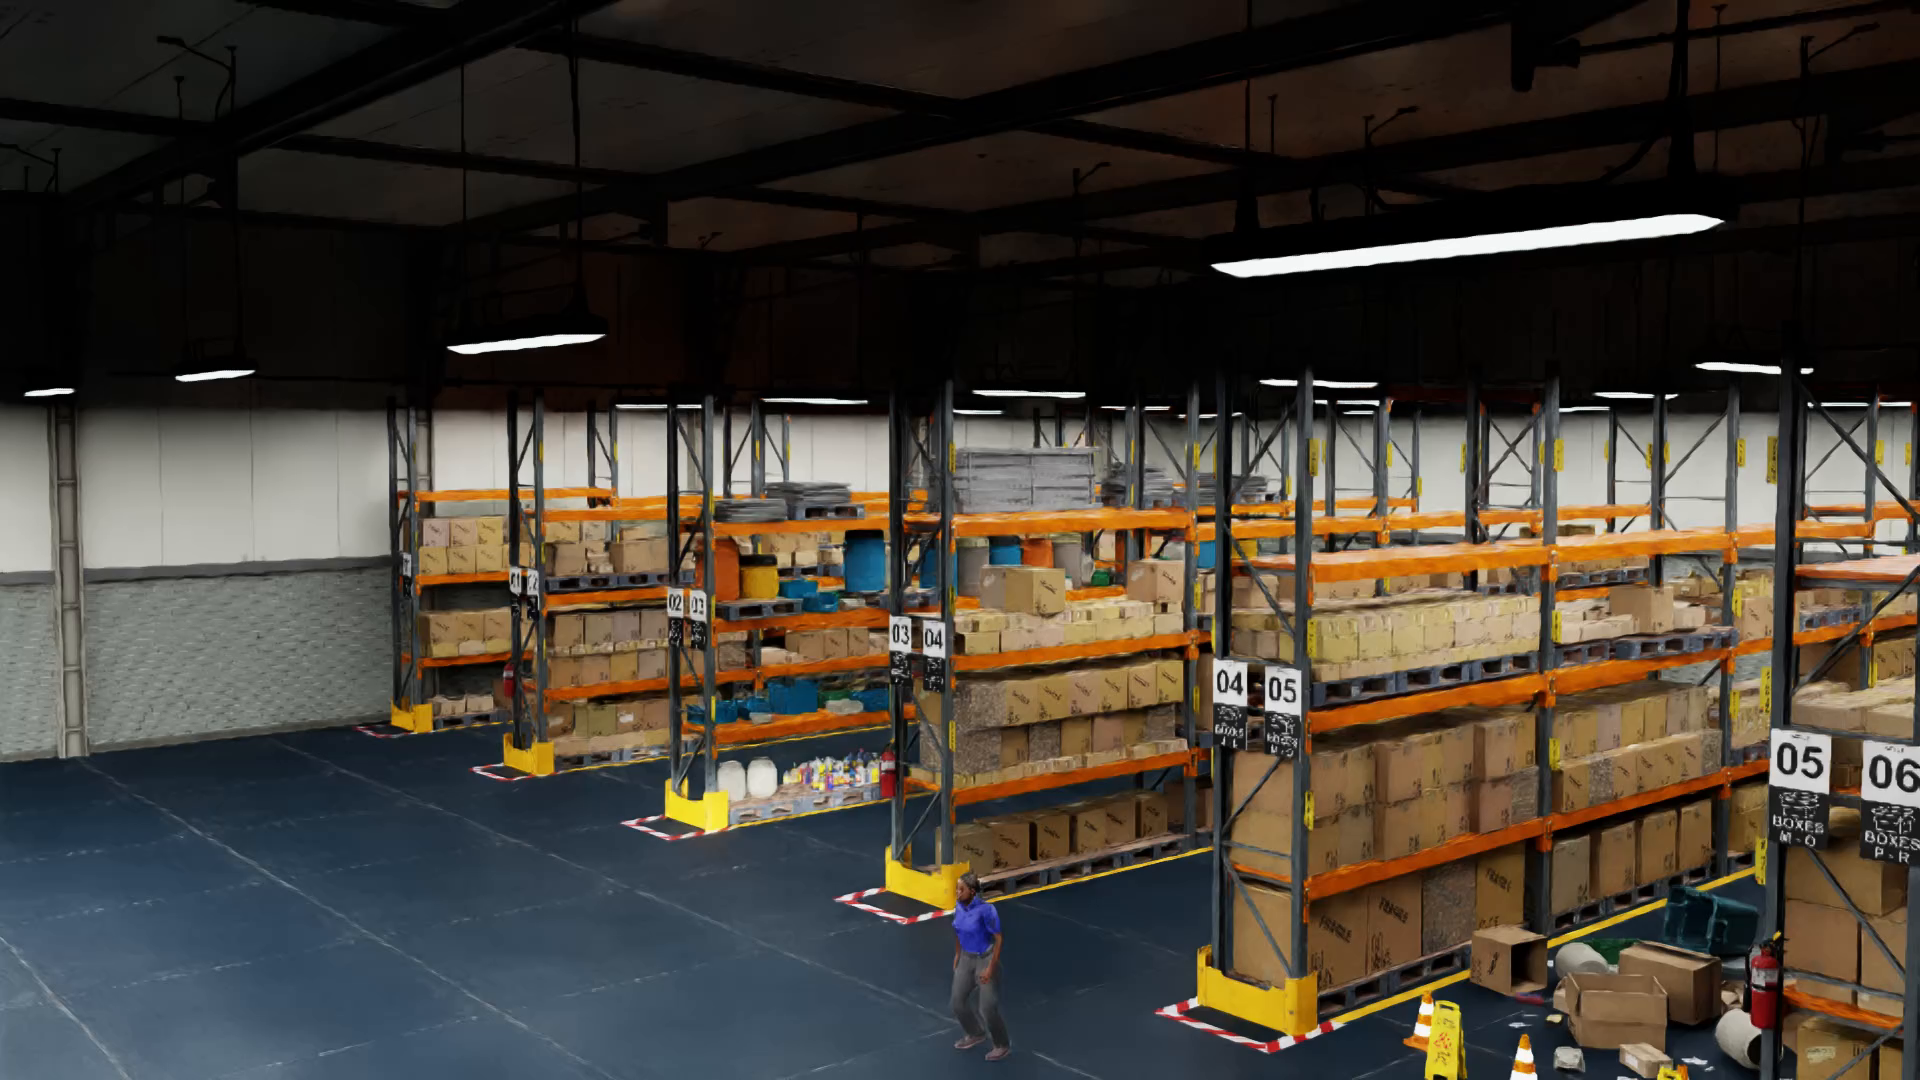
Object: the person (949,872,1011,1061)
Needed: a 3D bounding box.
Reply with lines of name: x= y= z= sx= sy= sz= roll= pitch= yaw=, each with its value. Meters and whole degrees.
person: x=0.153 y=3.554 z=13.956 sx=0.513 sy=1.604 sz=0.592 roll=-3 pitch=5 yaw=-43
